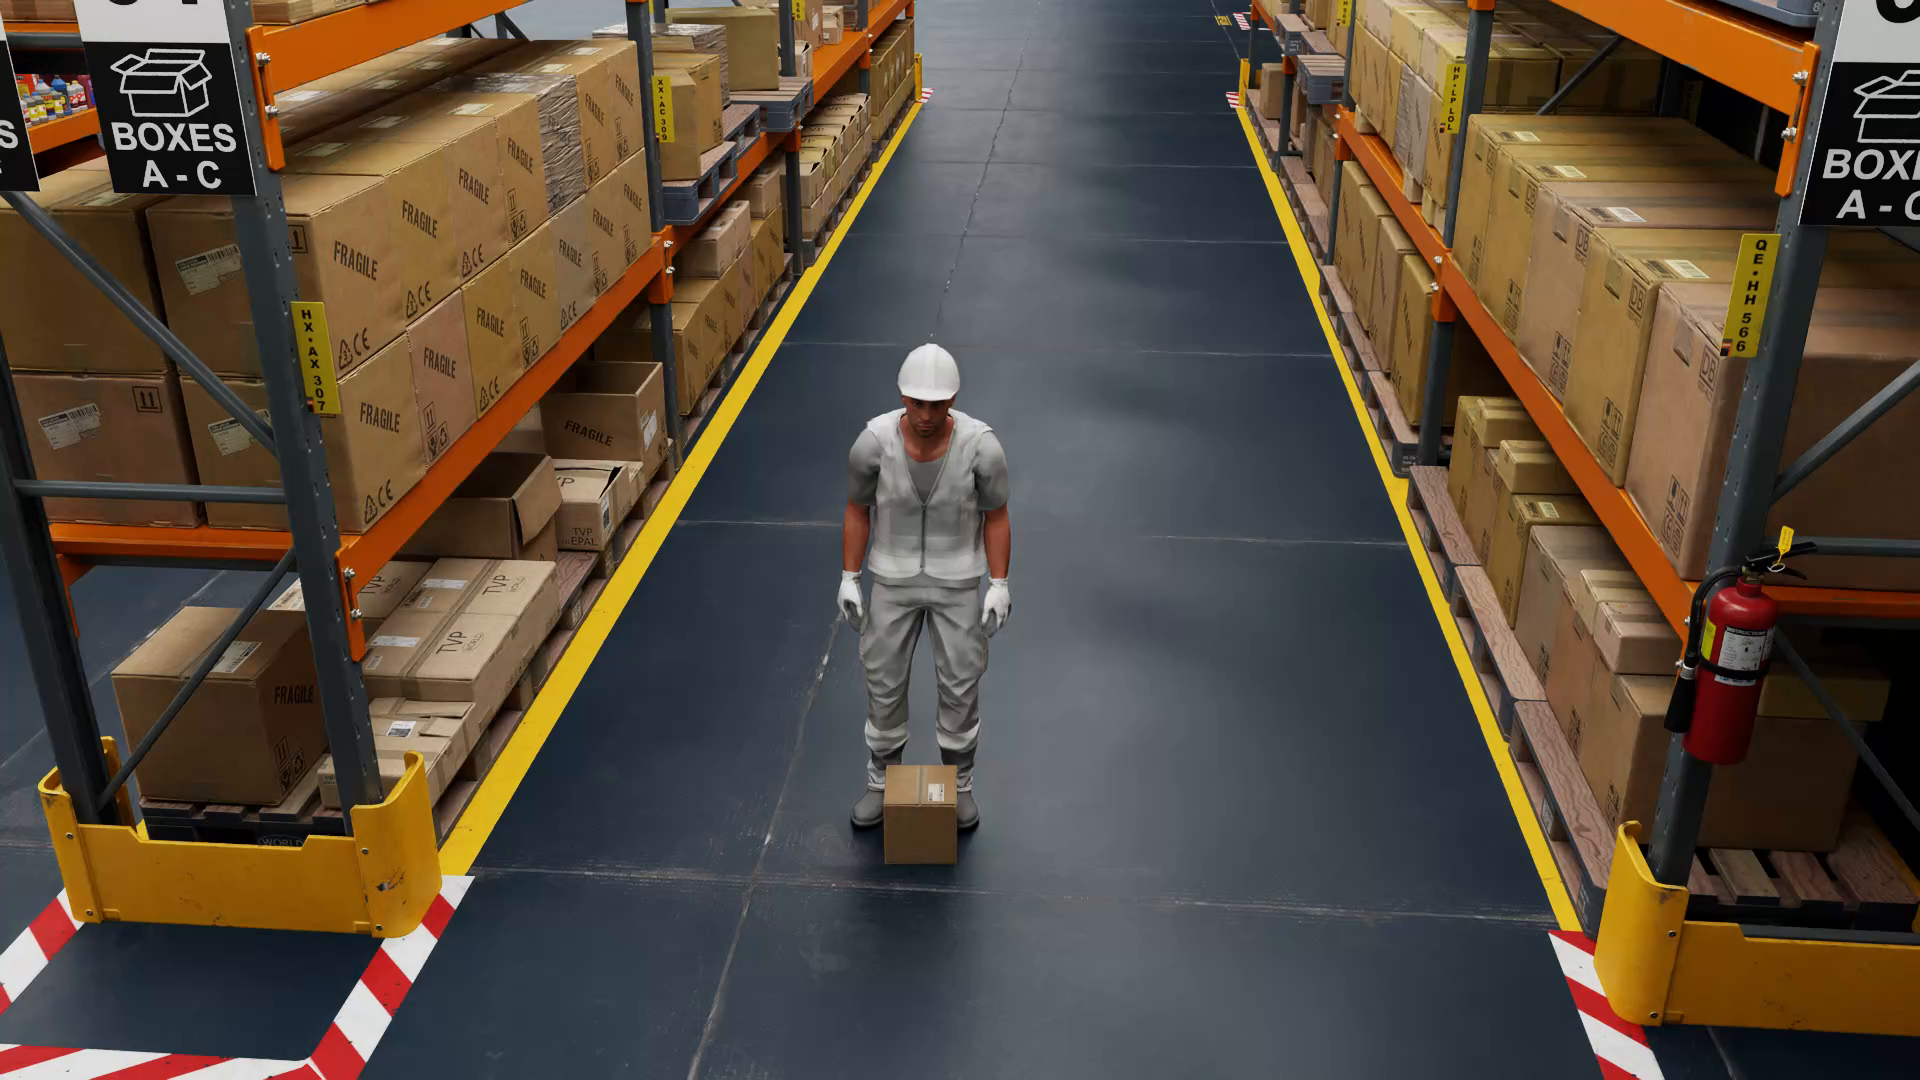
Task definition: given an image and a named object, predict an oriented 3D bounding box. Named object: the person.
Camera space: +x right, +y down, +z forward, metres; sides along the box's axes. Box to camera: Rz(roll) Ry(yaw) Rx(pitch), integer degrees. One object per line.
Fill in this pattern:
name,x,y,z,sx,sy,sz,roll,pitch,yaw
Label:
person,-0.122,0.170,5.714,0.603,1.775,0.451,1,24,3
